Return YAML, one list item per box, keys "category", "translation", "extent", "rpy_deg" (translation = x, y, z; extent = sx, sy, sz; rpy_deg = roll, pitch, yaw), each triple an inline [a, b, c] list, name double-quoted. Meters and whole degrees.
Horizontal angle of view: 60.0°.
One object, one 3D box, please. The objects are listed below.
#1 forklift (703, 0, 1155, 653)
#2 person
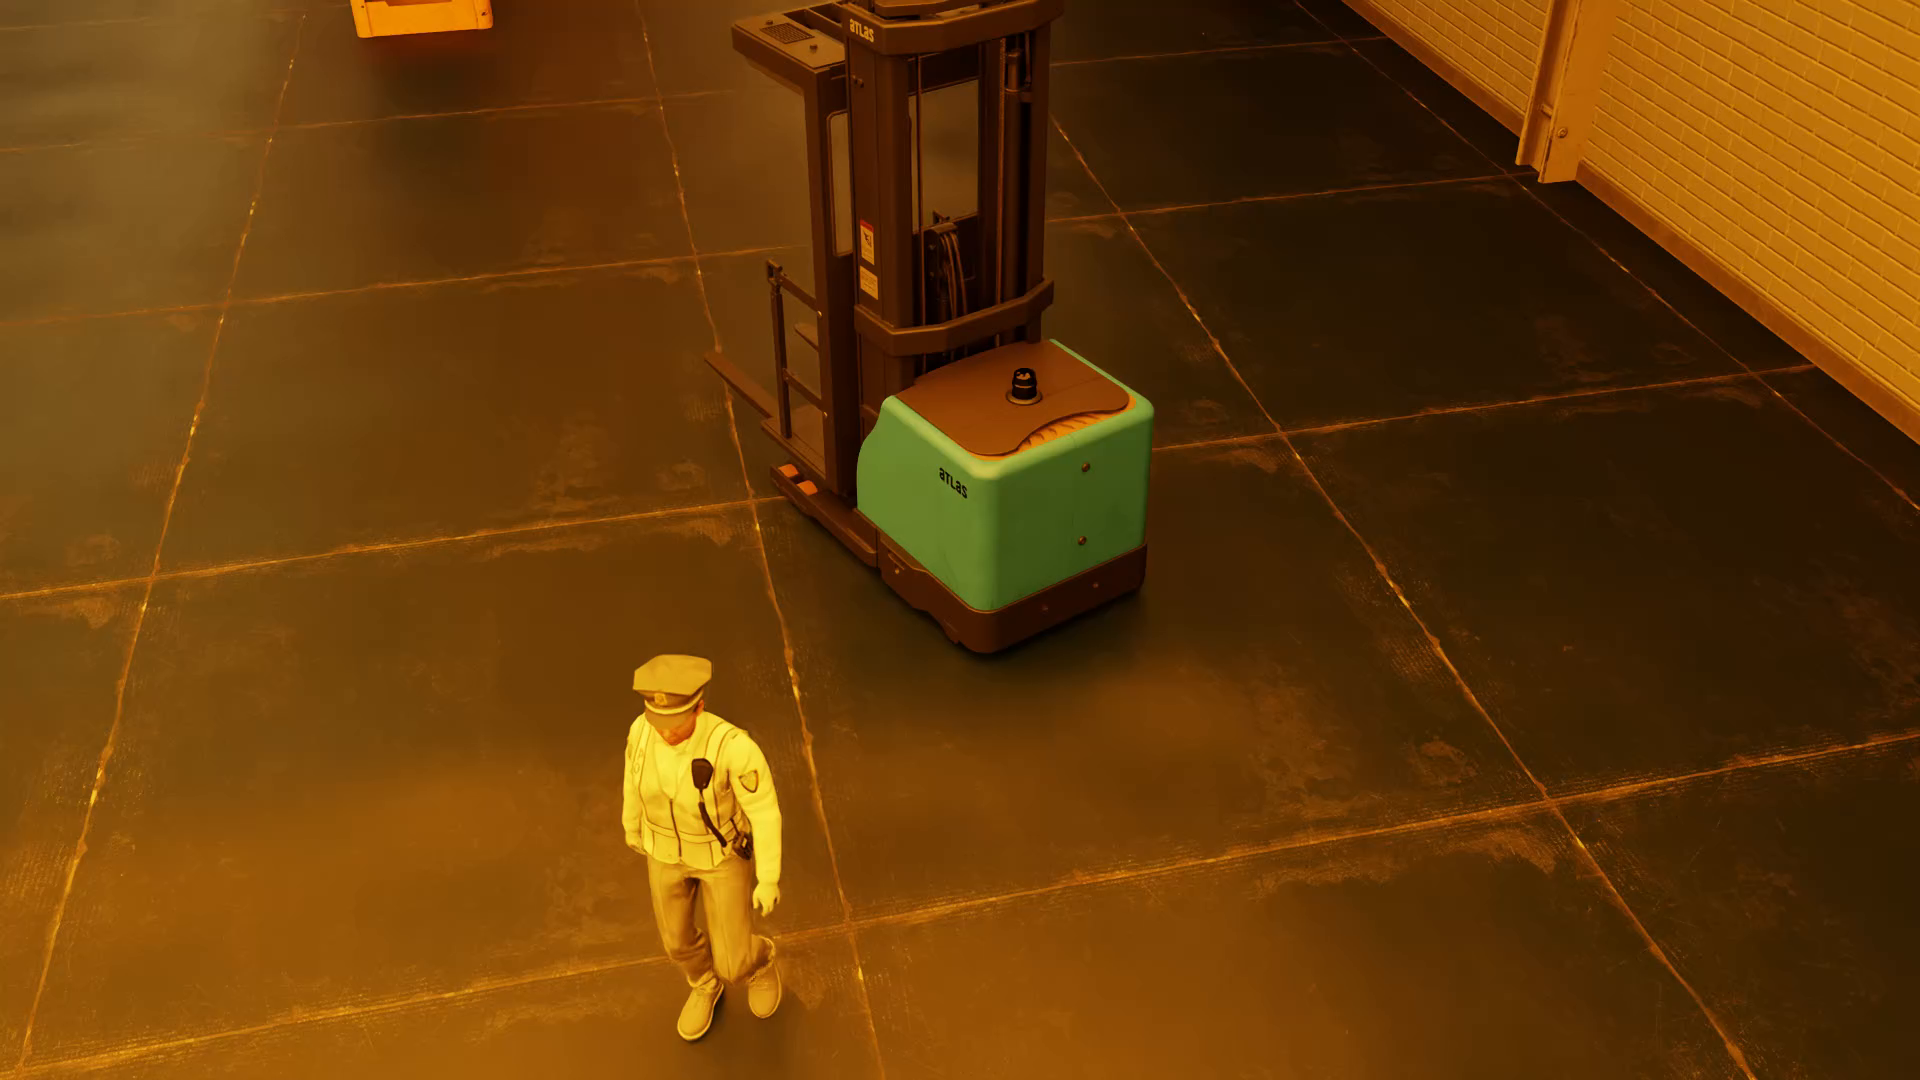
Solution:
- category: "forklift"
  translation: [-0.350, -1.480, 8.107]
  extent: [1.130, 2.935, 3.031]
  rpy_deg: [-22, 41, -28]
- category: "person"
  translation: [-0.890, 1.088, 5.639]
  extent: [0.637, 1.651, 0.434]
  rpy_deg: [9, 37, 12]
